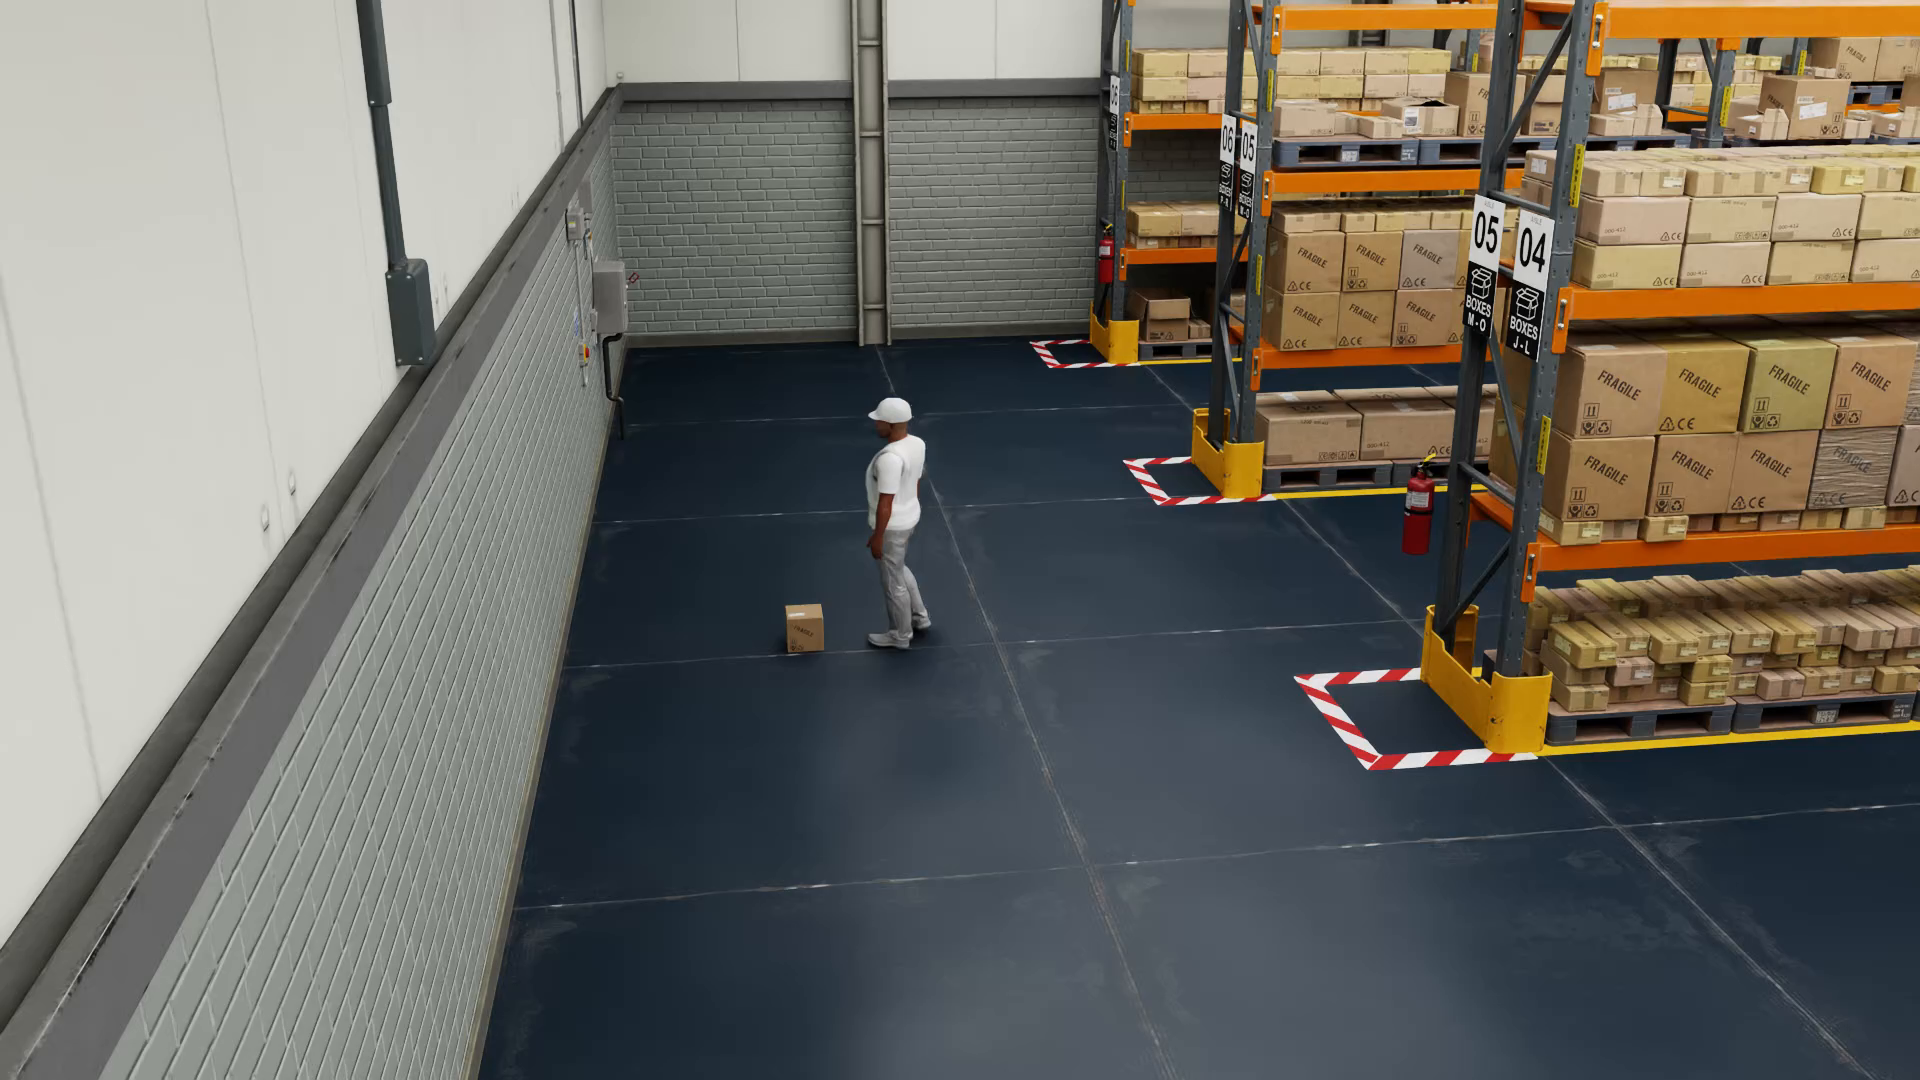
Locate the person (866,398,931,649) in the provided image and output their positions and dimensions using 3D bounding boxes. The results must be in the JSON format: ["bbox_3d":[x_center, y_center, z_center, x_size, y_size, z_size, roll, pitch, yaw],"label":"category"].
[{"bbox_3d":[-0.435,-0.125,11.361,0.386,1.762,0.666,6,21,17],"label":"person"}]
